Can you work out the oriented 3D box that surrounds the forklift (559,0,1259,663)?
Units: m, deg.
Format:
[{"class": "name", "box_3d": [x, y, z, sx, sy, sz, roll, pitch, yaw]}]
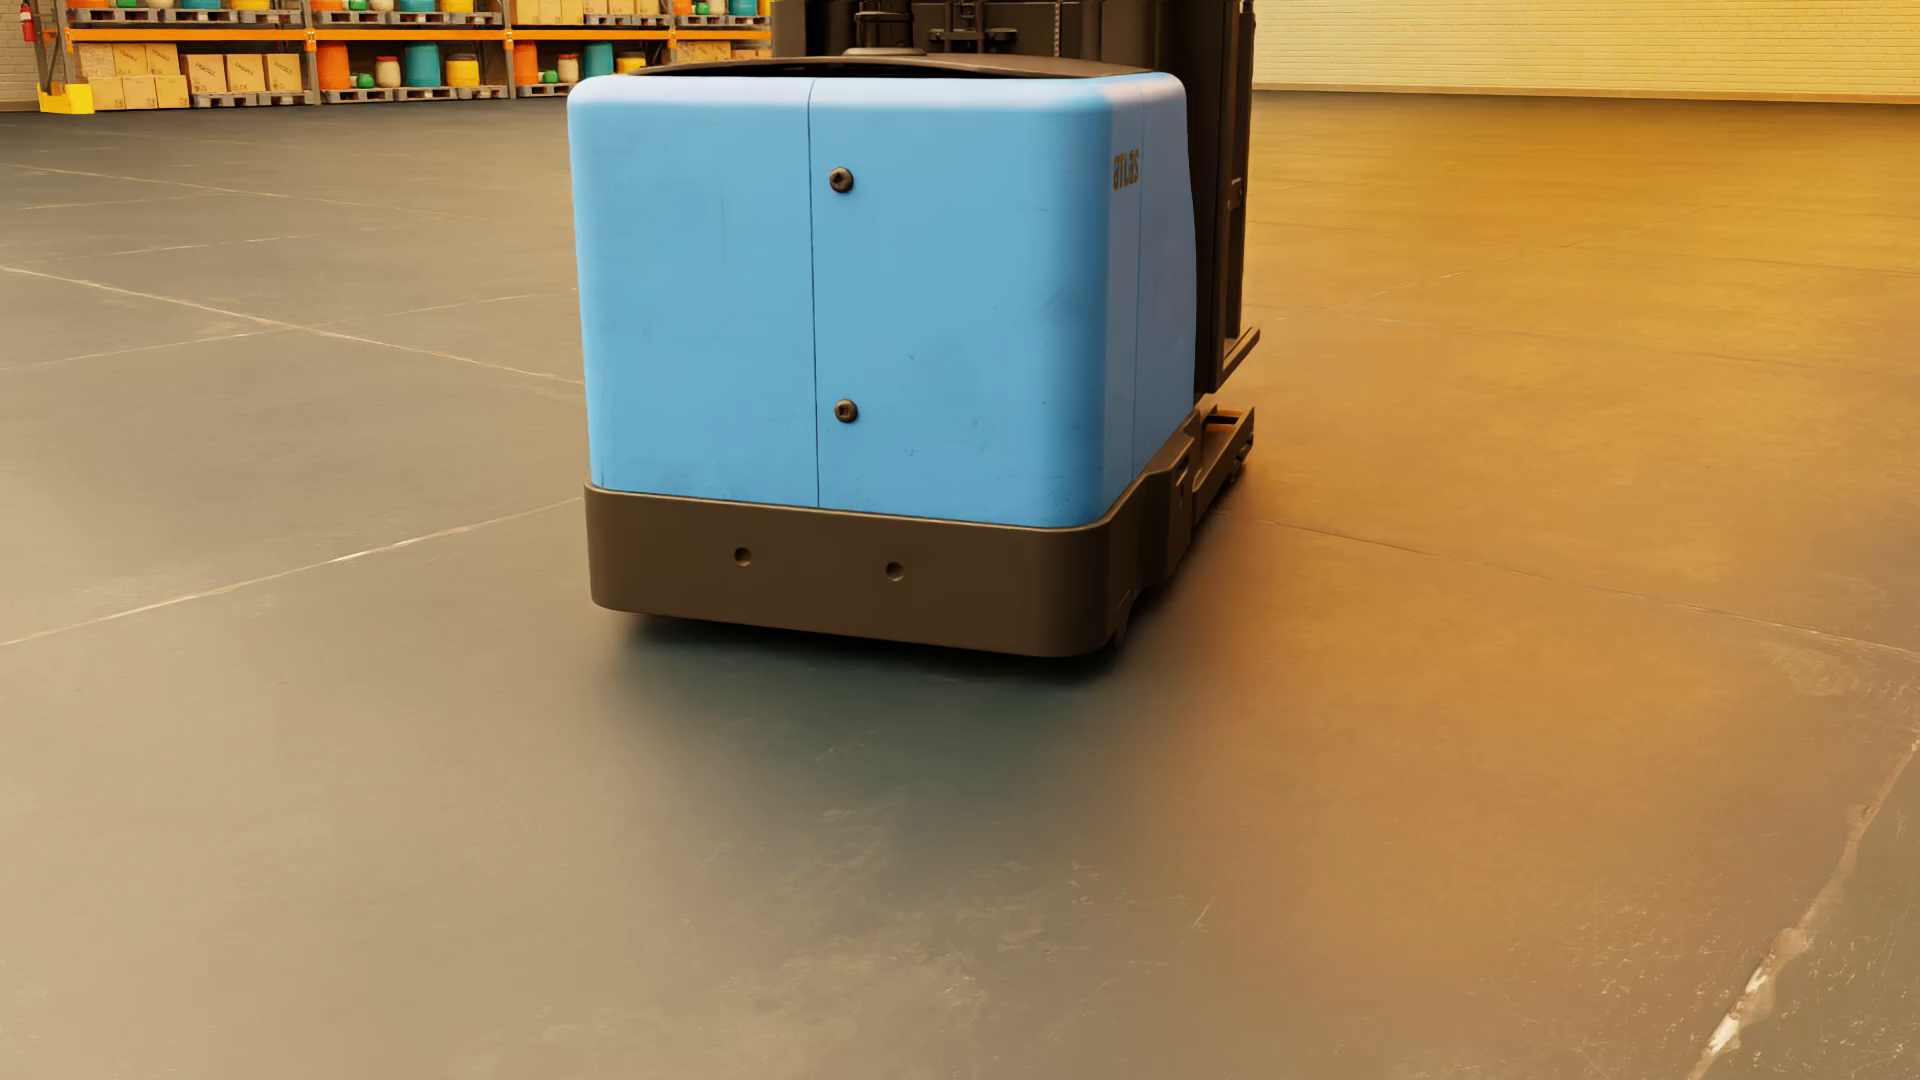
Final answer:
[{"class": "forklift", "box_3d": [0.182, -1.571, 4.072, 1.130, 2.935, 3.031, 5, 18, 17]}]
